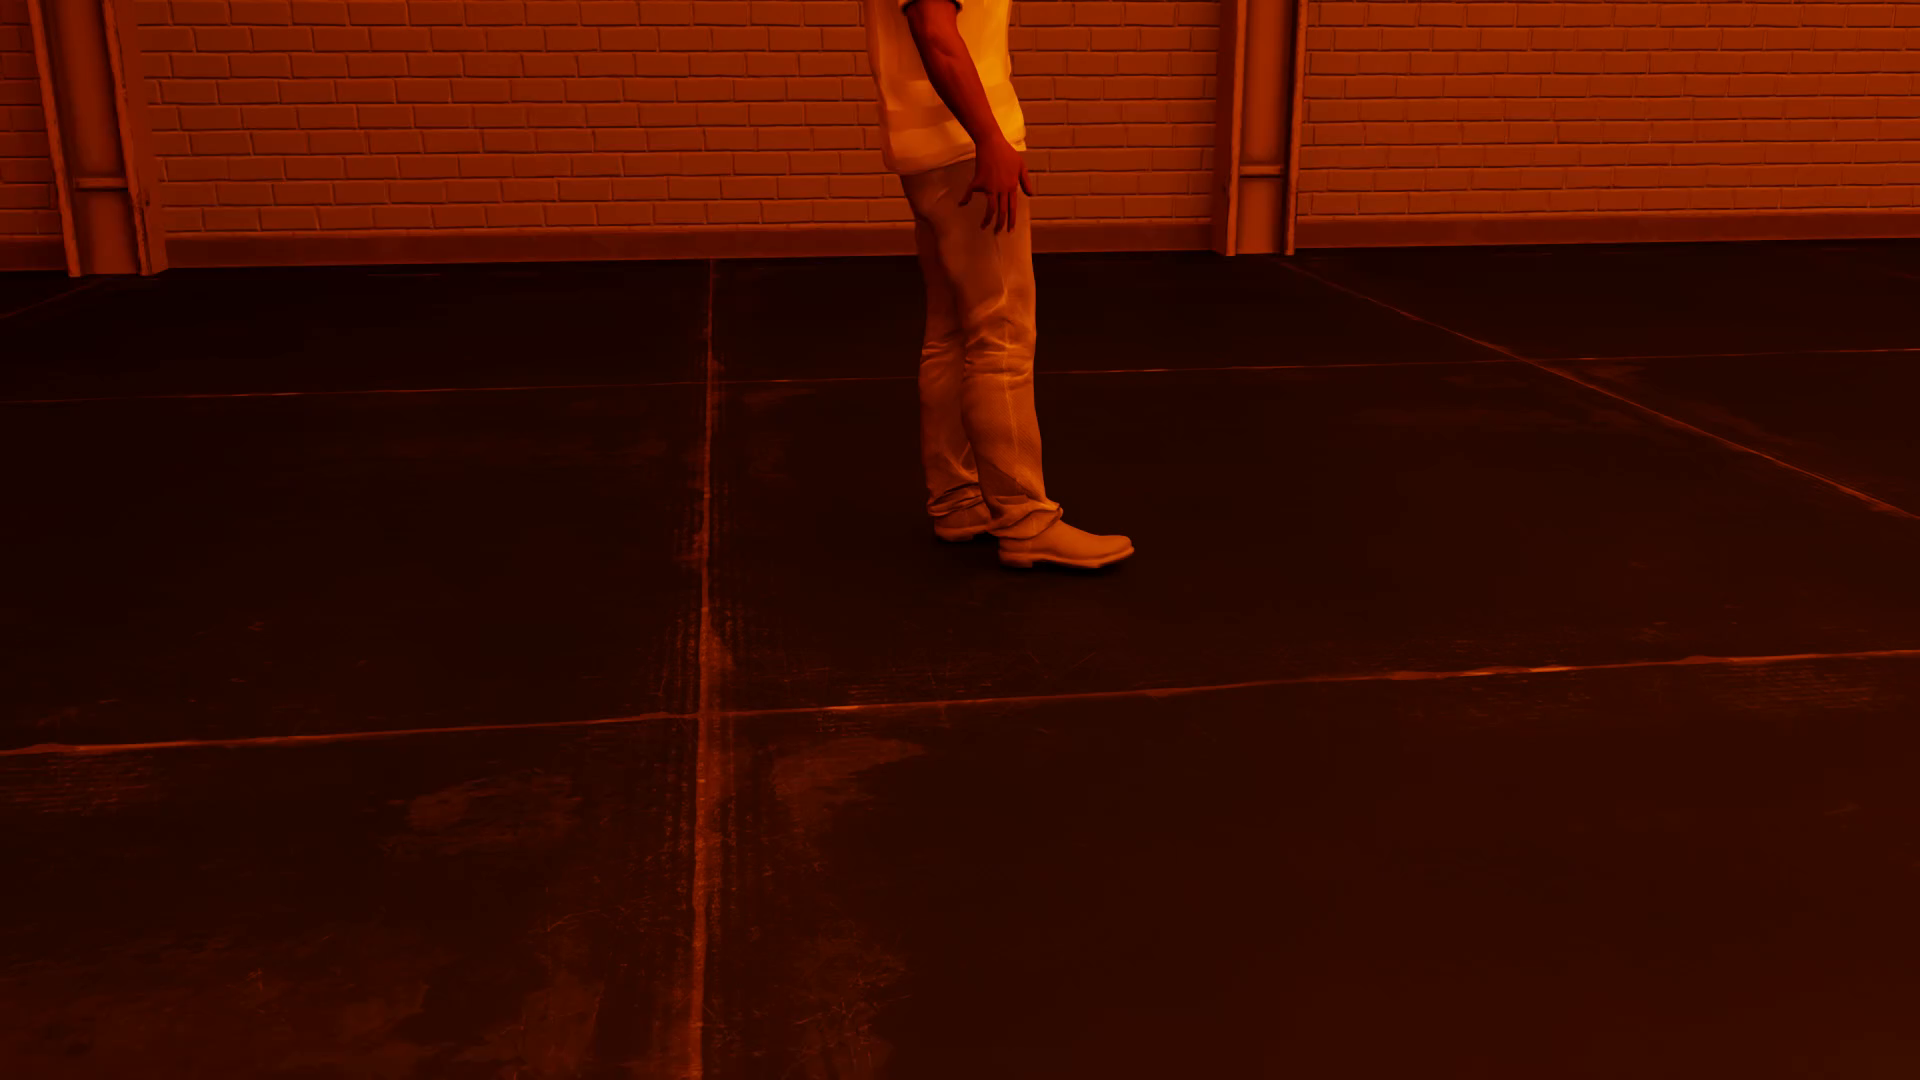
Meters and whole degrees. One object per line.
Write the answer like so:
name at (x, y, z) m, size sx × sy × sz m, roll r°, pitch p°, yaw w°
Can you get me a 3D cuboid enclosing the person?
person at (0.070, -0.854, 3.713) m, size 0.575 × 1.768 × 0.665 m, roll -2°, pitch 17°, yaw -8°
